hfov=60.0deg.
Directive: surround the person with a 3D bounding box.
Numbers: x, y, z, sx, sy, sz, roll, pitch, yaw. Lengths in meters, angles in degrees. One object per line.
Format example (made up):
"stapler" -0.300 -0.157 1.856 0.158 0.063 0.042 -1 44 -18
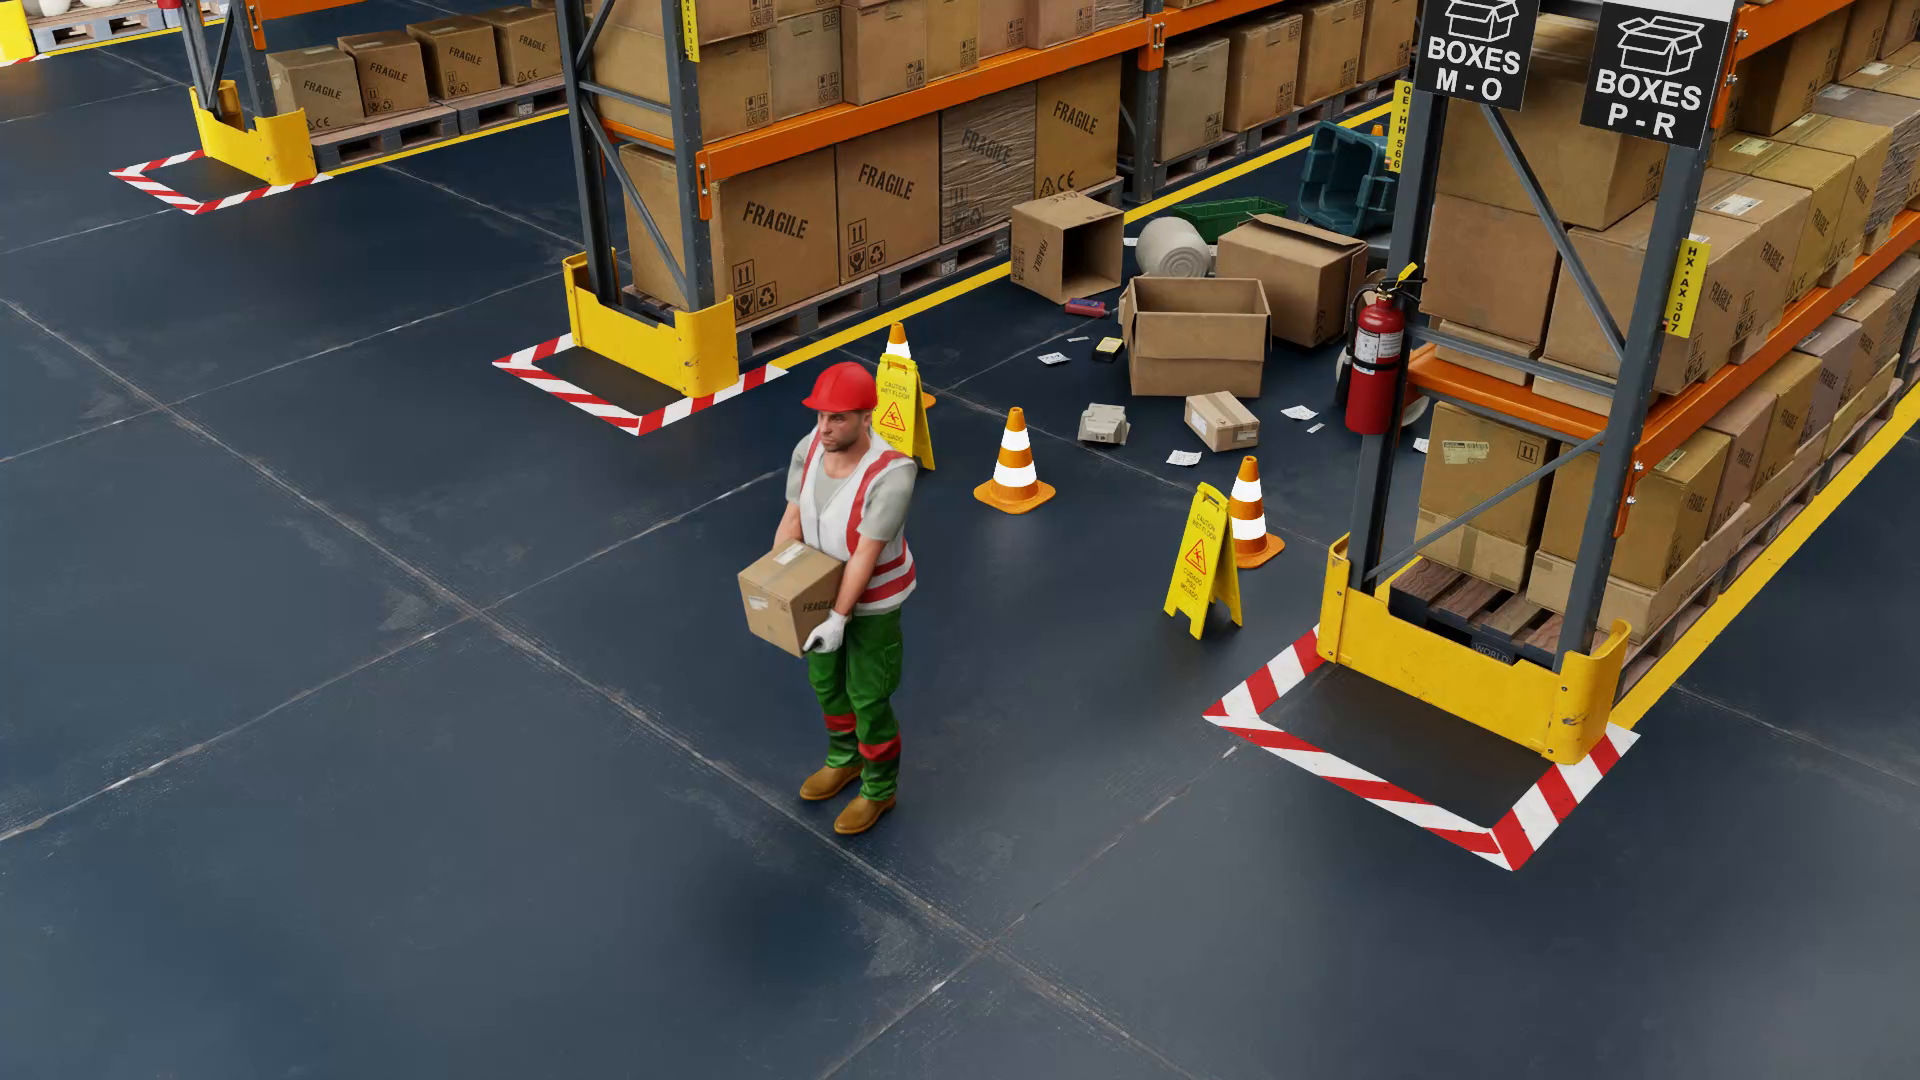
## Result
"person" -0.420 0.230 5.730 0.495 1.784 0.559 24 39 34
